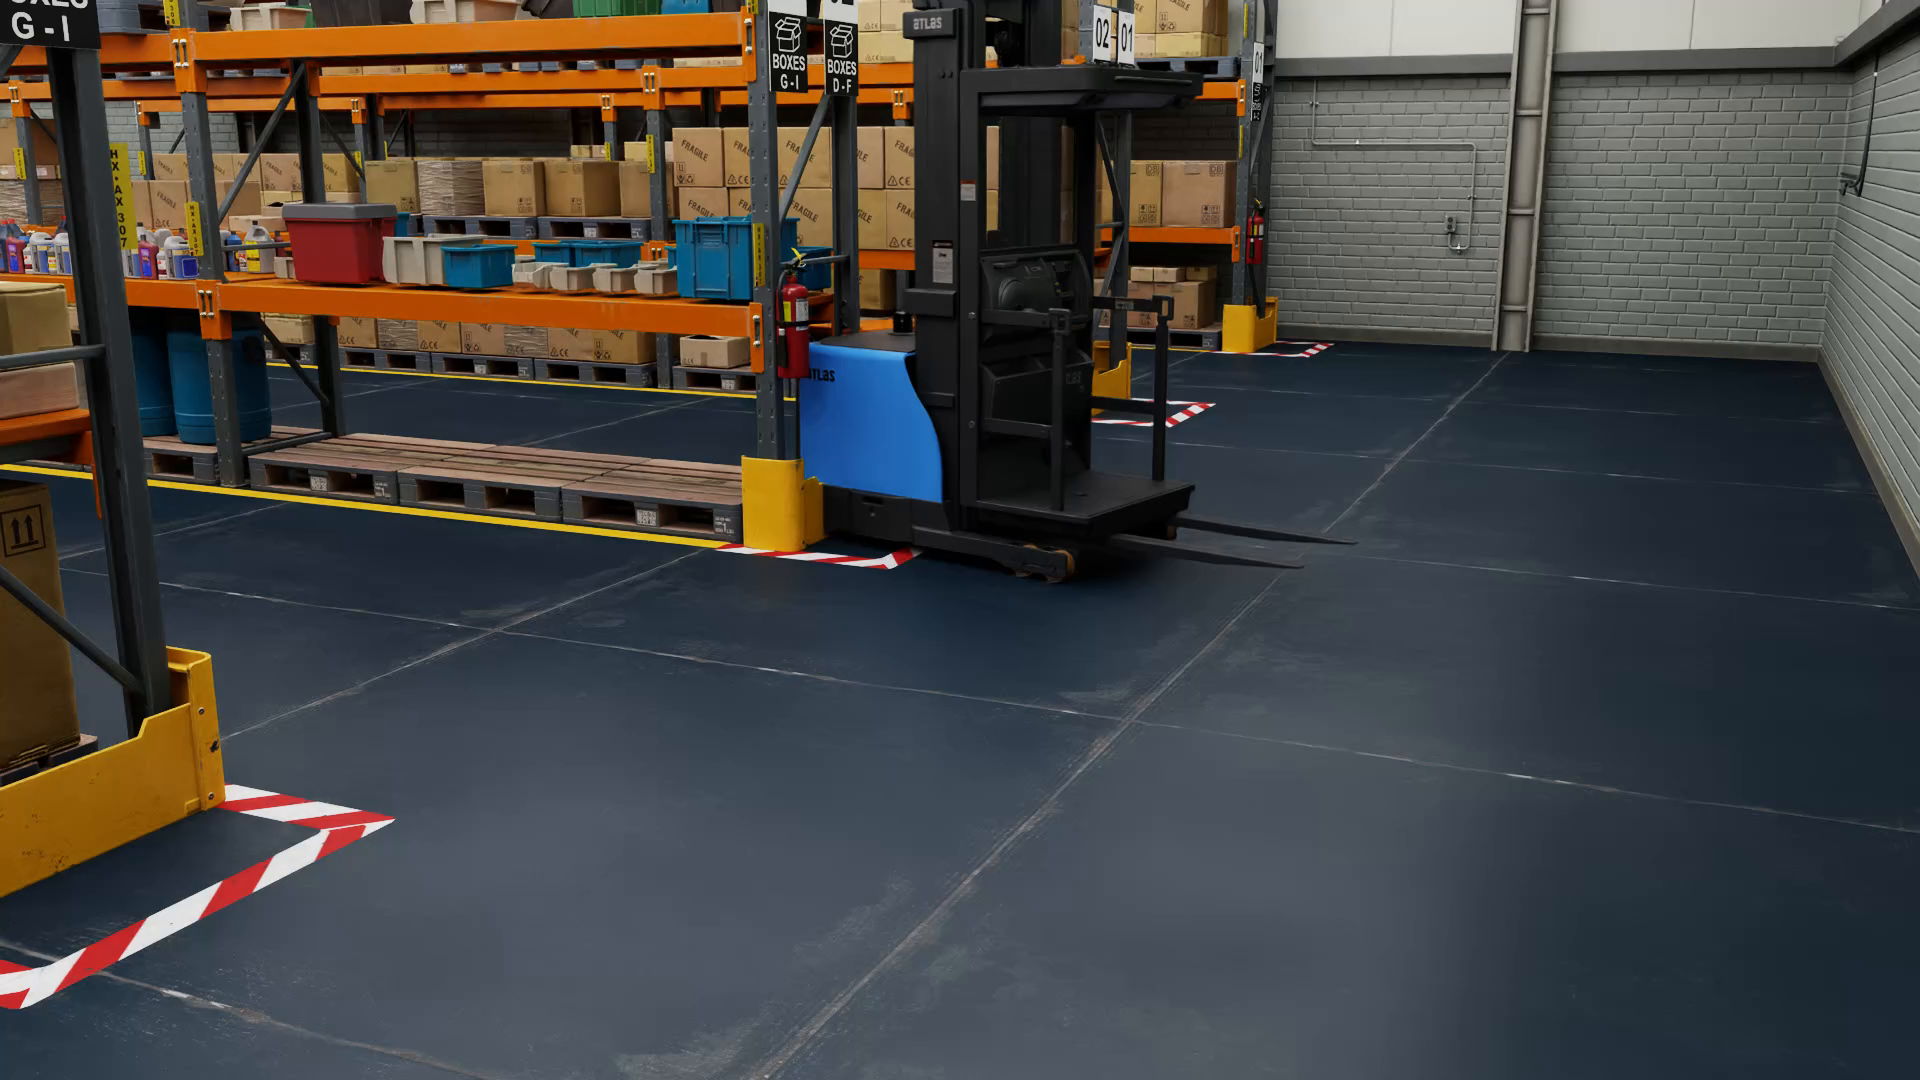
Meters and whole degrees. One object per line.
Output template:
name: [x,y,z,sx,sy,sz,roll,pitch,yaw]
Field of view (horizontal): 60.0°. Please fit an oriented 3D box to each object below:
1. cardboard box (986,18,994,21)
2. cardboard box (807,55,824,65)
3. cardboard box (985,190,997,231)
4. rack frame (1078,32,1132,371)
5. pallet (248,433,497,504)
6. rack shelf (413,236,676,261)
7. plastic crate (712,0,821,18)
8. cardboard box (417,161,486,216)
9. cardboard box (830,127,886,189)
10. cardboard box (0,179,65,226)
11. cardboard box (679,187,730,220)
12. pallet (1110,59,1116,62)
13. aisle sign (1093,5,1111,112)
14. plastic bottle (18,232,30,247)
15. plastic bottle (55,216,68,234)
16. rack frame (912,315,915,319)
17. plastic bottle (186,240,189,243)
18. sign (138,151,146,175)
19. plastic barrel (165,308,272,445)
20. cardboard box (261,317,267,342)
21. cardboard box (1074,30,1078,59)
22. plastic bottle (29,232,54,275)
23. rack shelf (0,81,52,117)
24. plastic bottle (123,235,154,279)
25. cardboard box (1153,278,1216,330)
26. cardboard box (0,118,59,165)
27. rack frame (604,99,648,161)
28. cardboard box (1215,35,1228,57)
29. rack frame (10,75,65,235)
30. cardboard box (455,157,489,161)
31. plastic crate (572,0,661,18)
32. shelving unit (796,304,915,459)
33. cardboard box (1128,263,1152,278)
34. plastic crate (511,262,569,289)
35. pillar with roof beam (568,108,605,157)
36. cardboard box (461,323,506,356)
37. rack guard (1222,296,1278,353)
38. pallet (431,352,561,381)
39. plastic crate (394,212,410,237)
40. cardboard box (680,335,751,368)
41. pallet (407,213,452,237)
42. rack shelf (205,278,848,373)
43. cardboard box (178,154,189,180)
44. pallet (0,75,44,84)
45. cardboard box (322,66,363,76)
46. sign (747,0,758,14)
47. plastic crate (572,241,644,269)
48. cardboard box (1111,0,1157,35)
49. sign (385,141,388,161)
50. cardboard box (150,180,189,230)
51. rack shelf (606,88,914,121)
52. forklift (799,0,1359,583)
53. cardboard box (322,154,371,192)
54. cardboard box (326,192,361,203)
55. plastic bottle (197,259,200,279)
cardboard box: [0.140,-4.232,13.392,0.500,0.250,0.500,6,14,23]
cardboard box: [-1.230,-4.128,14.042,0.500,0.250,0.500,6,14,23]
cardboard box: [0.175,-2.641,13.726,0.500,0.500,0.500,6,14,24]
rack frame: [1.171,-2.561,13.602,0.127,3.000,1.000,6,14,23]
pallet: [-3.808,-0.479,10.835,1.213,0.211,1.003,6,14,23]
rack shelf: [-4.315,-2.766,16.050,4.000,0.370,1.077,6,14,23]
plastic crate: [-1.078,-3.017,9.266,0.590,0.269,0.497,6,14,23]
cardboard box: [-4.764,-3.395,16.018,0.500,0.500,0.700,9,16,34]
cardboard box: [-0.756,-3.221,14.008,0.500,0.500,0.500,6,15,25]
cardboard box: [-10.209,-3.760,18.492,0.500,0.500,0.700,5,14,22]
cardboard box: [-2.131,-2.875,14.724,0.500,0.500,0.500,6,15,25]
pallet: [1.372,-5.192,18.443,1.213,0.211,1.003,6,14,23]
aisle sign: [1.109,-3.756,13.005,0.004,0.787,0.394,6,14,23]
plastic bottle: [-6.332,-1.947,11.269,0.097,0.271,0.097,0,13,0]
plastic bottle: [-6.437,-2.165,12.024,0.185,0.351,0.144,6,14,23]
rack frame: [-0.131,-0.987,10.613,0.500,1.125,0.032,11,15,39]
plastic bottle: [-5.373,-1.991,11.607,0.097,0.201,0.097,0,13,0]
sign: [-11.675,-5.384,23.740,0.005,0.325,0.100,6,14,23]
plastic barrel: [-4.987,-1.133,11.193,0.708,0.901,0.600,6,14,23]
cardboard box: [-7.196,-2.211,17.213,0.500,0.250,0.500,6,14,23]
cardboard box: [0.804,-4.049,13.705,0.500,0.250,0.500,6,14,23]
plastic bottle: [-6.118,-1.920,11.141,0.135,0.276,0.152,6,14,23]
rack shelf: [-11.630,-4.966,18.862,4.000,0.370,1.077,6,14,23]
plastic bottle: [-5.322,-1.839,10.797,0.135,0.276,0.152,6,14,23]
cardboard box: [2.493,-2.627,18.437,0.500,0.500,0.700,6,14,23]
cardboard box: [-10.209,-4.391,18.344,0.500,0.500,0.700,6,14,24]
rack frame: [-4.141,-4.336,21.167,0.127,3.000,1.000,6,14,23]
cardboard box: [2.605,-5.355,18.134,0.500,0.250,0.500,7,15,26]
rack frame: [-9.801,-3.671,18.334,0.127,3.000,1.000,6,14,23]
cardboard box: [-6.224,-4.807,21.993,0.500,0.500,0.700,8,15,31]
plastic crate: [-1.857,-2.915,9.011,0.336,0.188,0.450,6,14,23]
shelving unit: [-0.459,-0.915,10.232,0.538,1.125,1.048,11,15,39]
cardboard box: [1.996,-3.043,18.790,0.250,0.149,0.380,6,14,24]
plastic crate: [-2.460,-1.539,9.693,0.250,0.136,0.298,6,14,23]
pillar with roof beam: [-6.723,-6.658,17.933,0.400,9.000,9.100,6,14,23]
cardboard box: [-4.427,-2.054,15.953,0.500,0.500,0.500,5,14,21]
rack guard: [3.196,-2.377,18.289,0.348,0.500,1.175,6,14,23]
pallet: [-4.365,-1.753,16.265,1.213,0.211,1.003,6,14,23]
plastic crate: [-3.931,-1.946,10.886,0.575,0.384,0.392,6,14,23]
cardboard box: [-2.191,-1.752,15.078,0.500,0.311,0.500,6,14,23]
pallet: [-5.496,-3.160,16.574,1.003,0.211,1.213,6,14,23]
rack shelf: [-2.668,-1.361,10.065,4.000,0.370,1.077,6,14,23]
cardboard box: [-10.693,-5.223,23.592,0.500,0.500,0.500,6,14,23]
pallet: [-10.591,-5.162,18.315,1.213,0.211,1.003,6,14,23]
cardboard box: [-5.731,-4.777,16.260,0.500,0.500,0.910,6,14,23]
sign: [-1.047,-2.819,8.367,0.005,0.325,0.100,6,14,23]
plastic crate: [-2.135,-1.688,10.116,0.300,0.233,0.416,6,14,23]
cardboard box: [1.941,-5.661,17.795,0.500,0.500,0.500,6,15,25]
sign: [-5.933,-3.940,17.120,0.005,0.325,0.100,6,14,23]
cardboard box: [-8.166,-3.550,17.600,0.500,0.500,0.500,6,14,23]
rack shelf: [-2.312,-5.261,20.118,4.000,0.370,1.077,6,14,23]
forklift: [0.571,-1.350,8.590,3.031,2.935,1.130,10,16,36]
cardboard box: [-8.356,-4.987,22.585,0.500,0.500,0.500,6,14,23]
cardboard box: [-8.354,-4.623,22.676,0.500,0.250,0.500,6,14,23]
plastic bottle: [-4.954,-1.797,10.780,0.097,0.201,0.097,0,13,0]
